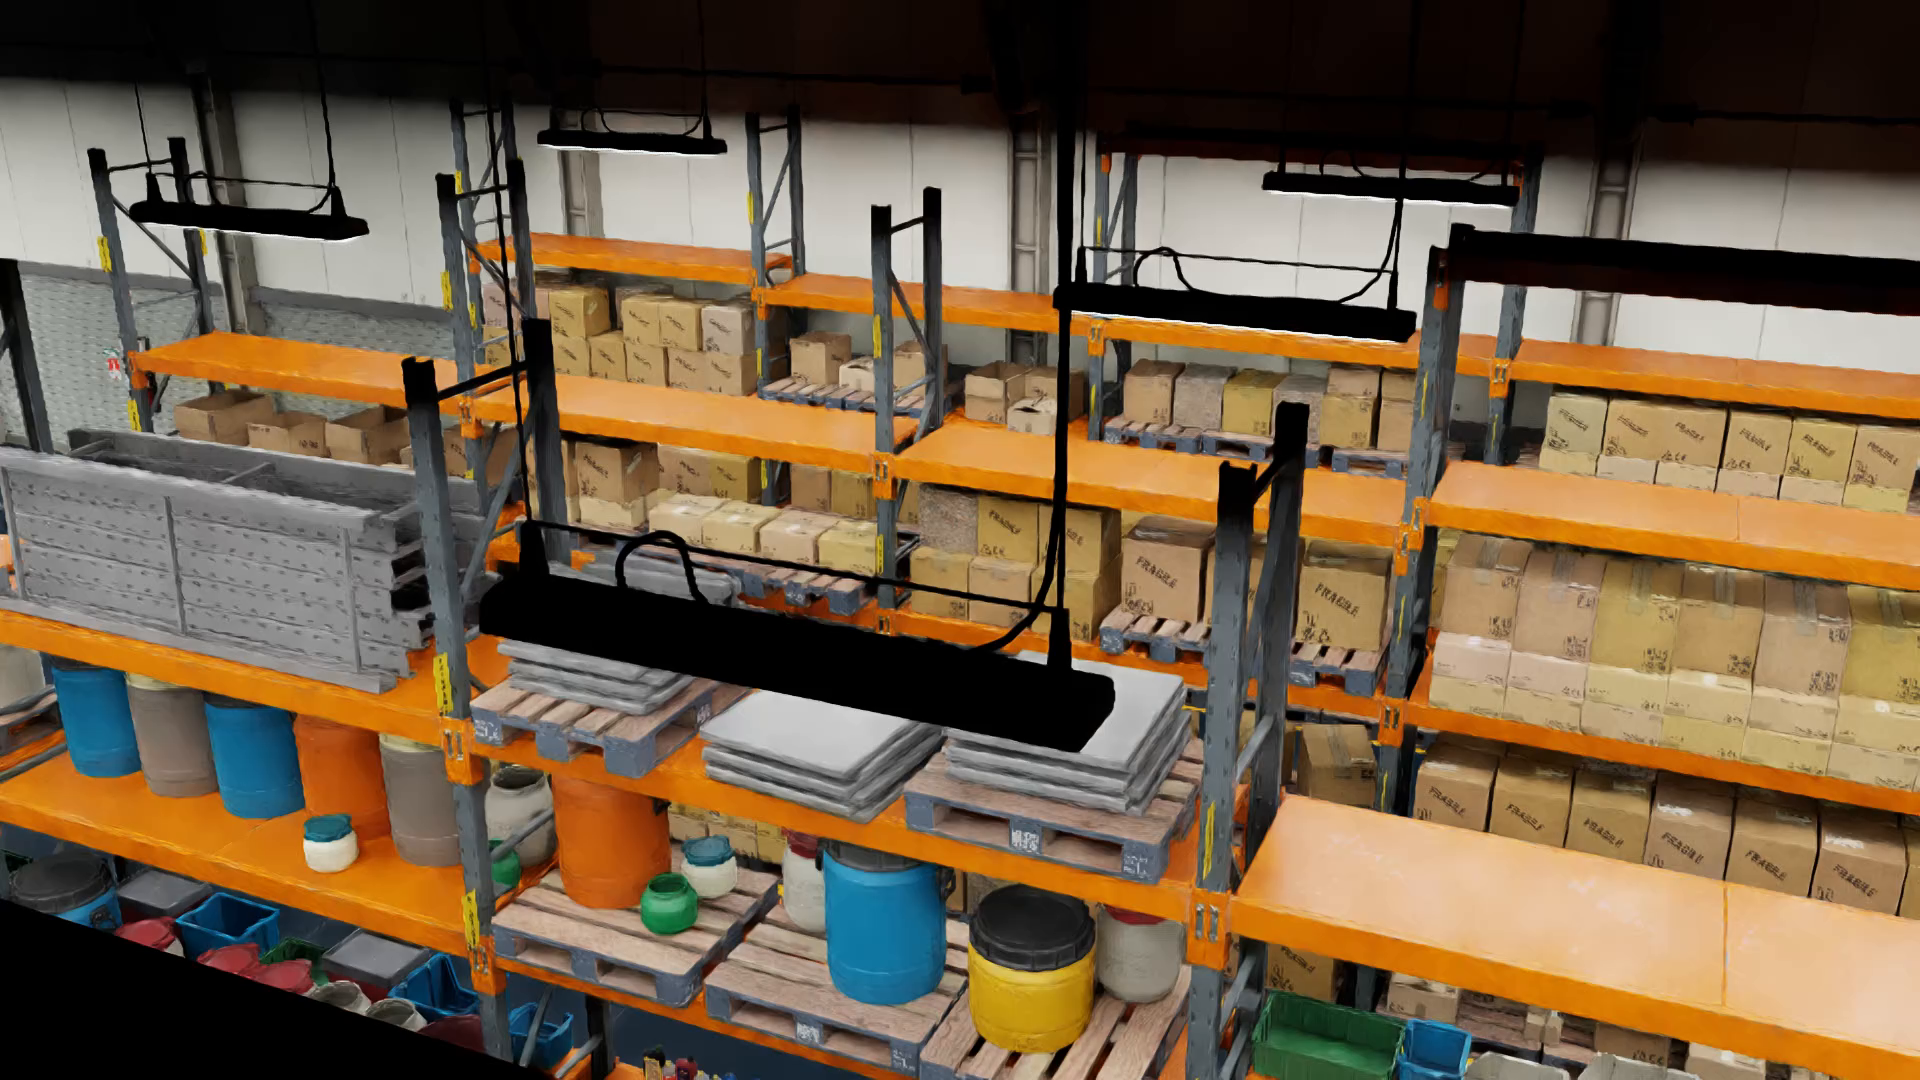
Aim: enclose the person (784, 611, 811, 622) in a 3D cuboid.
[{"bbox_3d":[-1.580,1.394,16.505,1.175,1.696,0.585,10,23,25],"label":"person"}]
